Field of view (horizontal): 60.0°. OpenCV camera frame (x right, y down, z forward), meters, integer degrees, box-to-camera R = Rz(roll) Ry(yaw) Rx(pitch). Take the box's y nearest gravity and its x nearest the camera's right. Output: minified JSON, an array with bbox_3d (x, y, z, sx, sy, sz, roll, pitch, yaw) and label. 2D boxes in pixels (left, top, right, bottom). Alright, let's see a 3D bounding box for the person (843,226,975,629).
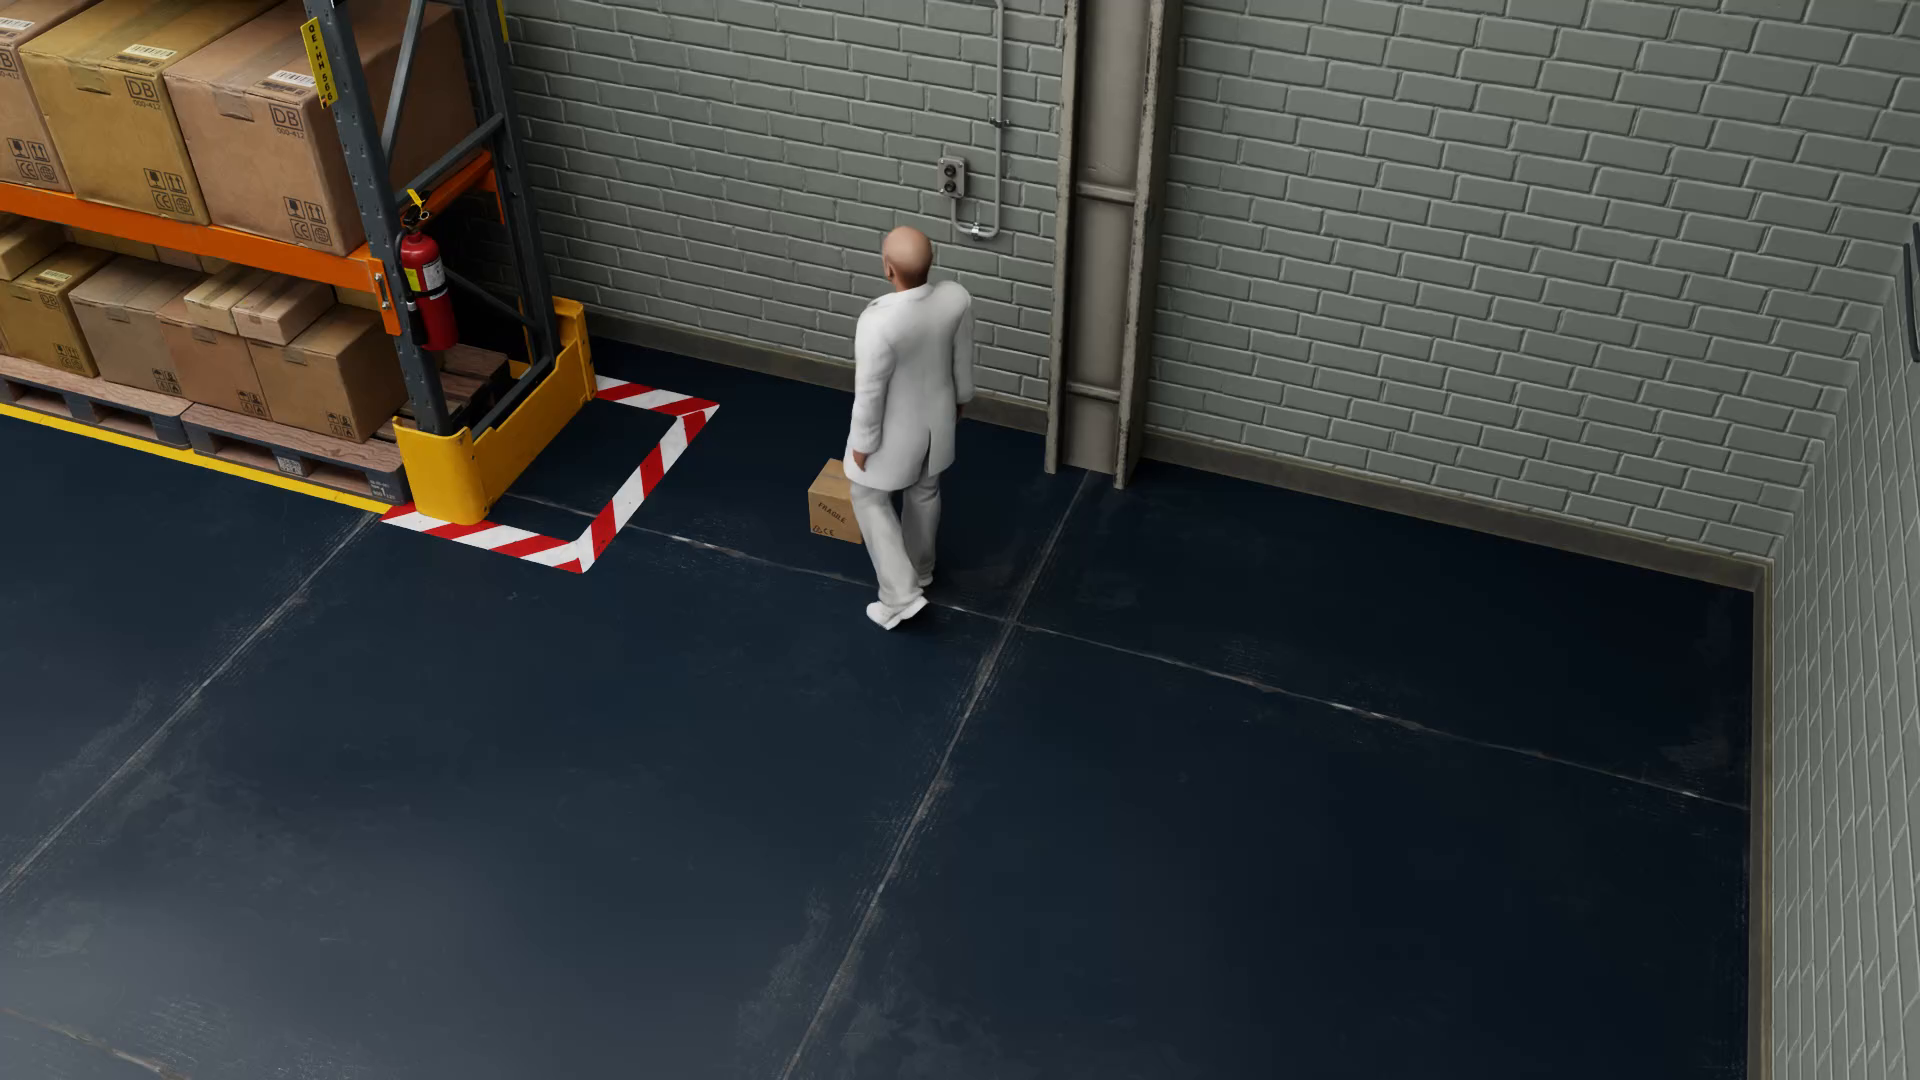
[{"bbox_3d":[-0.199,-0.471,6.737,0.618,1.825,0.612,-26,47,-27],"label":"person"}]
